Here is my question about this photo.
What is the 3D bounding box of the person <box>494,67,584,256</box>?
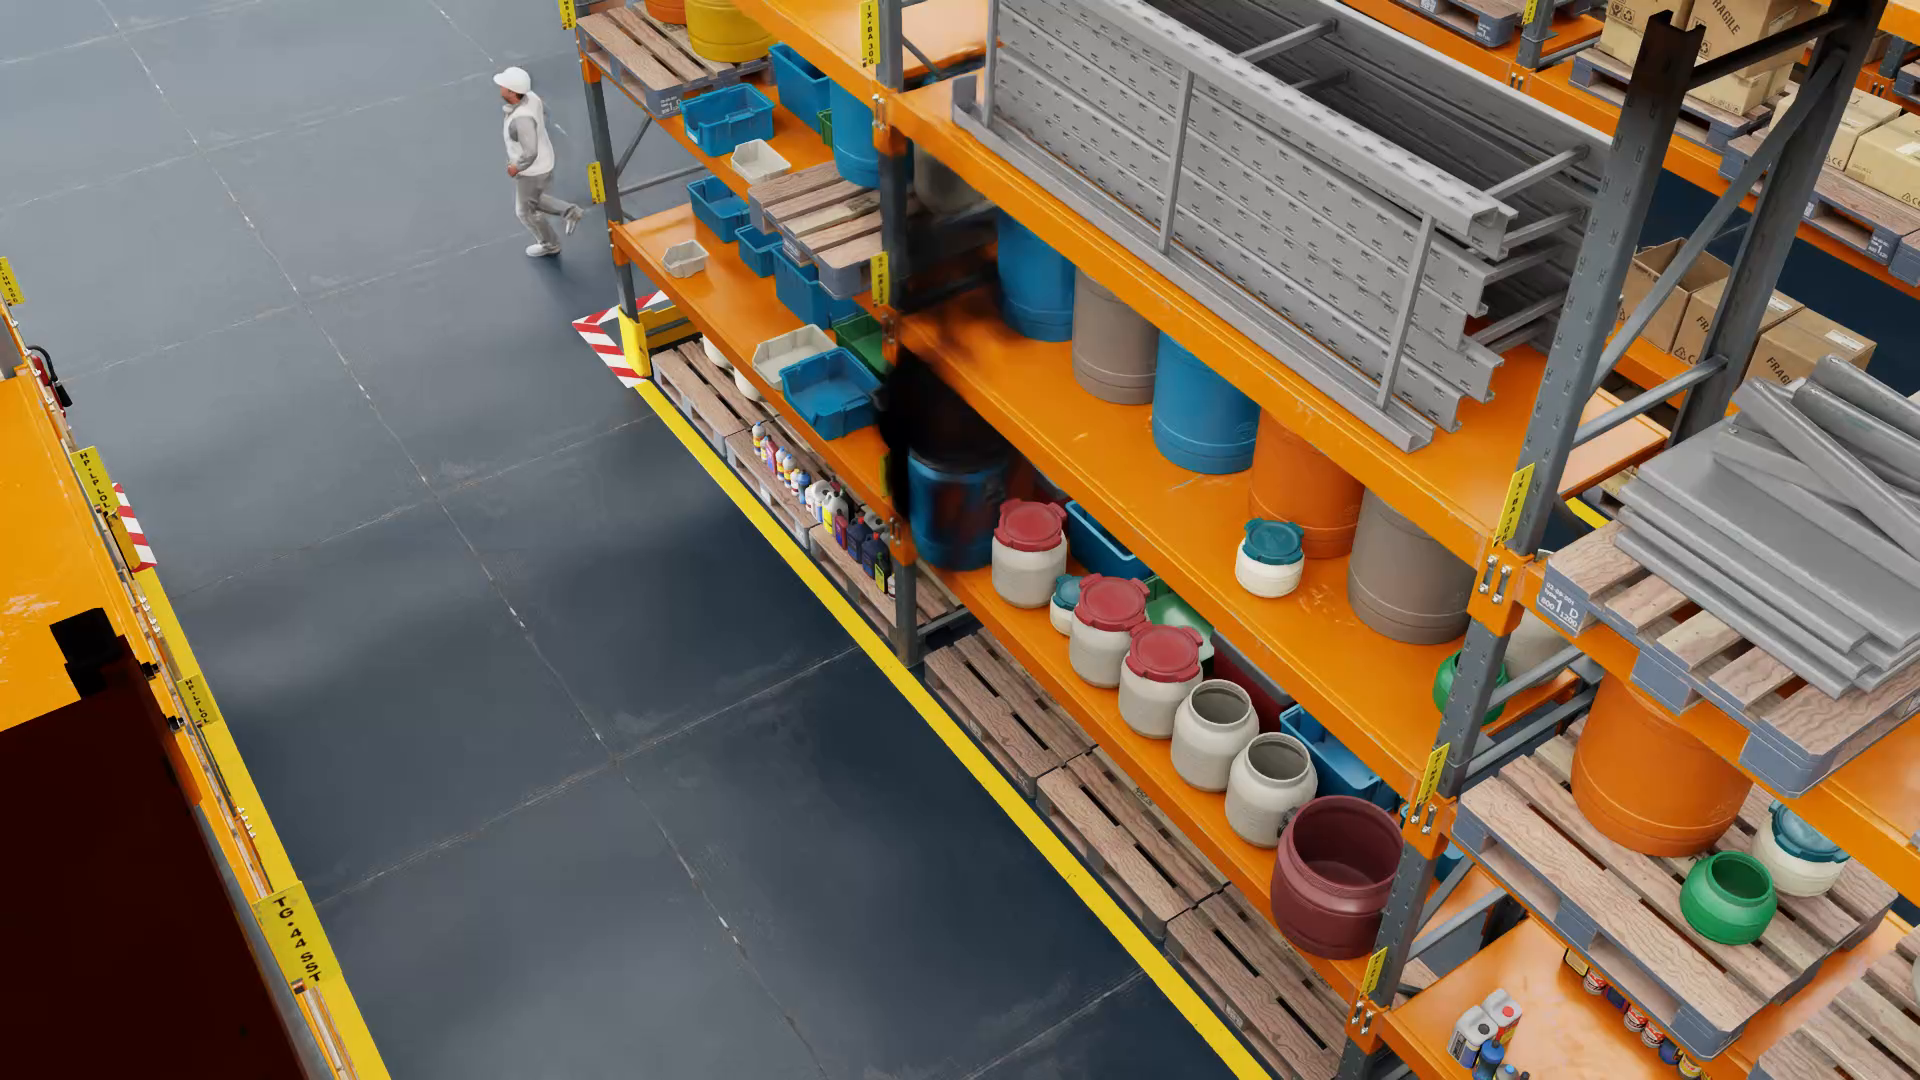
[{"bbox_3d":[-3.518,-3.149,13.922,0.556,1.755,0.680,-3,43,-3],"label":"person"}]
